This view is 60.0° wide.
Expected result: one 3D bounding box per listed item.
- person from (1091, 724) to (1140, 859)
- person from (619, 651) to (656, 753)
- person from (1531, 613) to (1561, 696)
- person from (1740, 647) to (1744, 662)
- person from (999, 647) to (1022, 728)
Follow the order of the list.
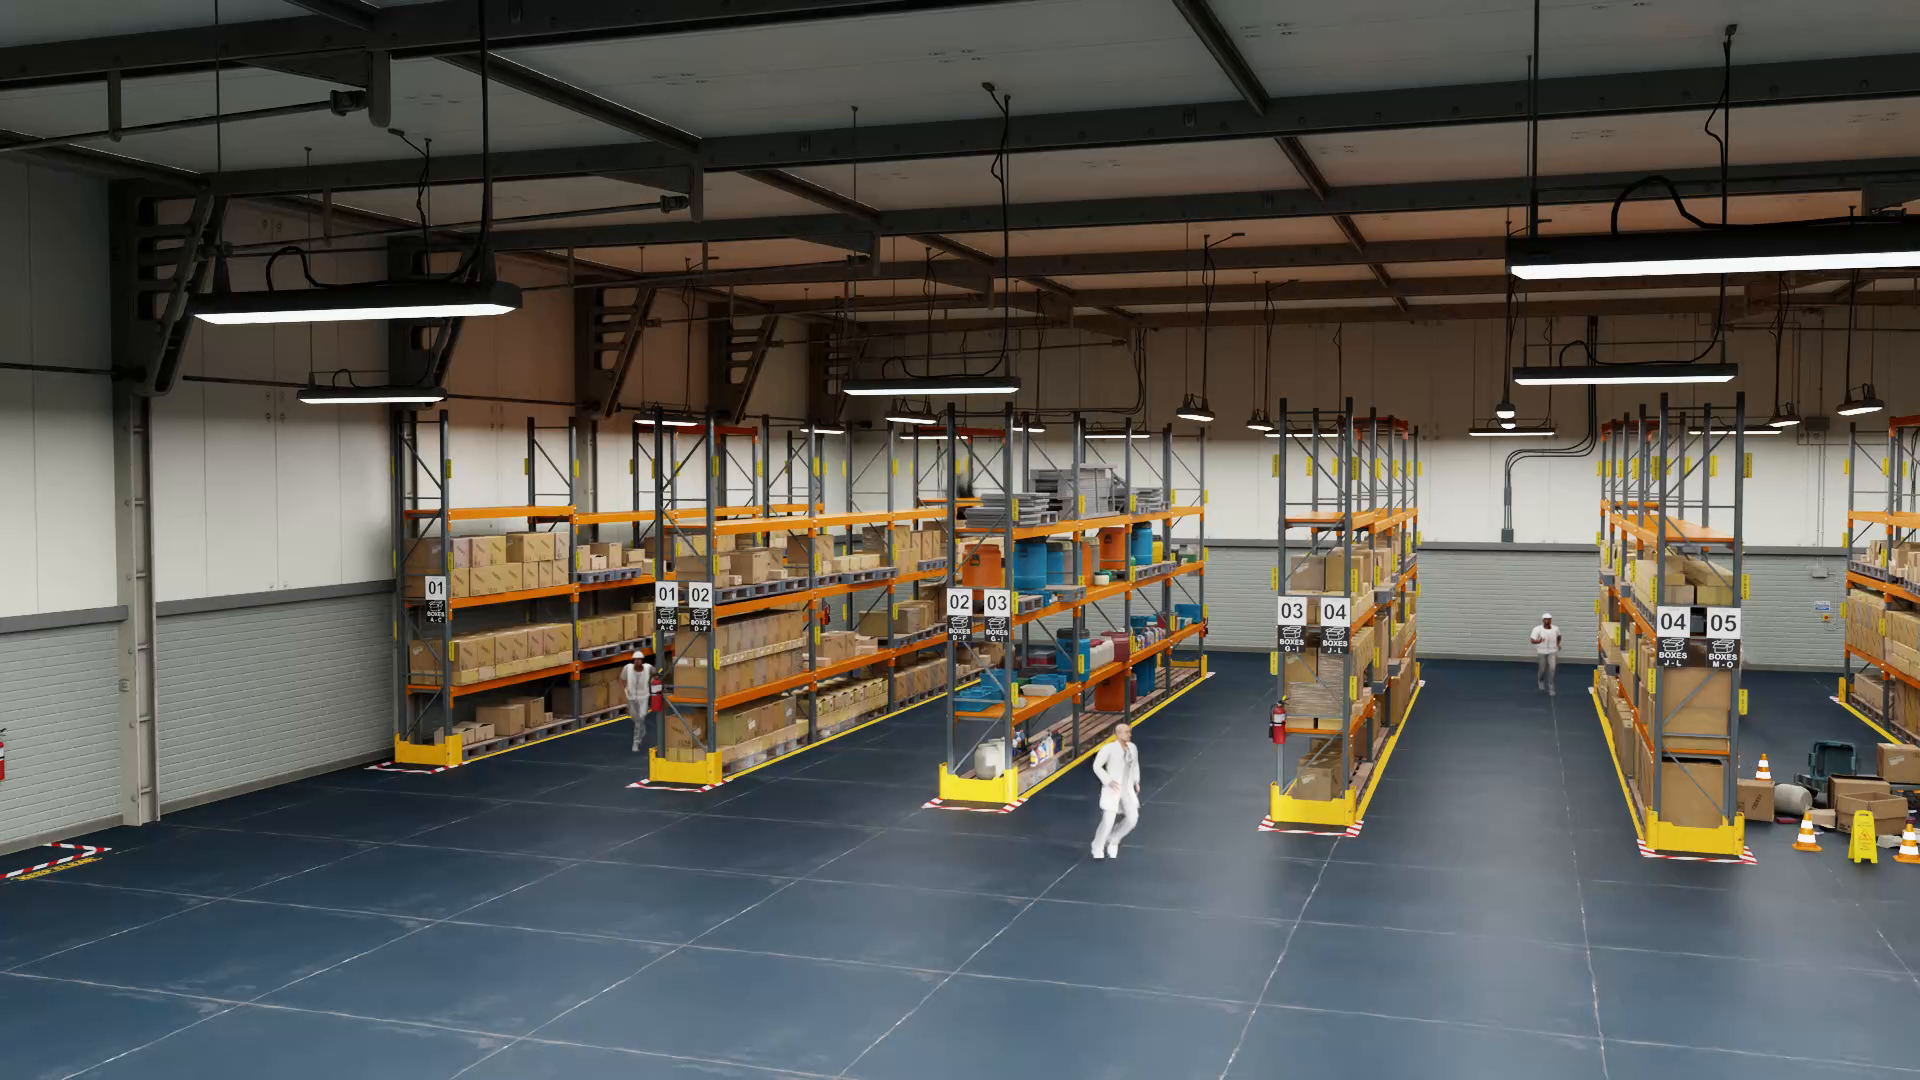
[{"bbox_3d":[2.057,3.219,21.347,0.773,1.717,0.614,-1,3,-27],"label":"person"},{"bbox_3d":[-5.749,2.851,29.795,0.681,1.770,1.126,0,2,0],"label":"person"},{"bbox_3d":[12.999,2.515,36.853,0.690,1.788,0.912,0,2,9],"label":"person"},{"bbox_3d":[15.694,2.702,33.988,0.620,1.725,0.856,1,3,17],"label":"person"},{"bbox_3d":[1.143,2.832,32.285,0.716,1.626,1.063,1,3,25],"label":"person"}]
